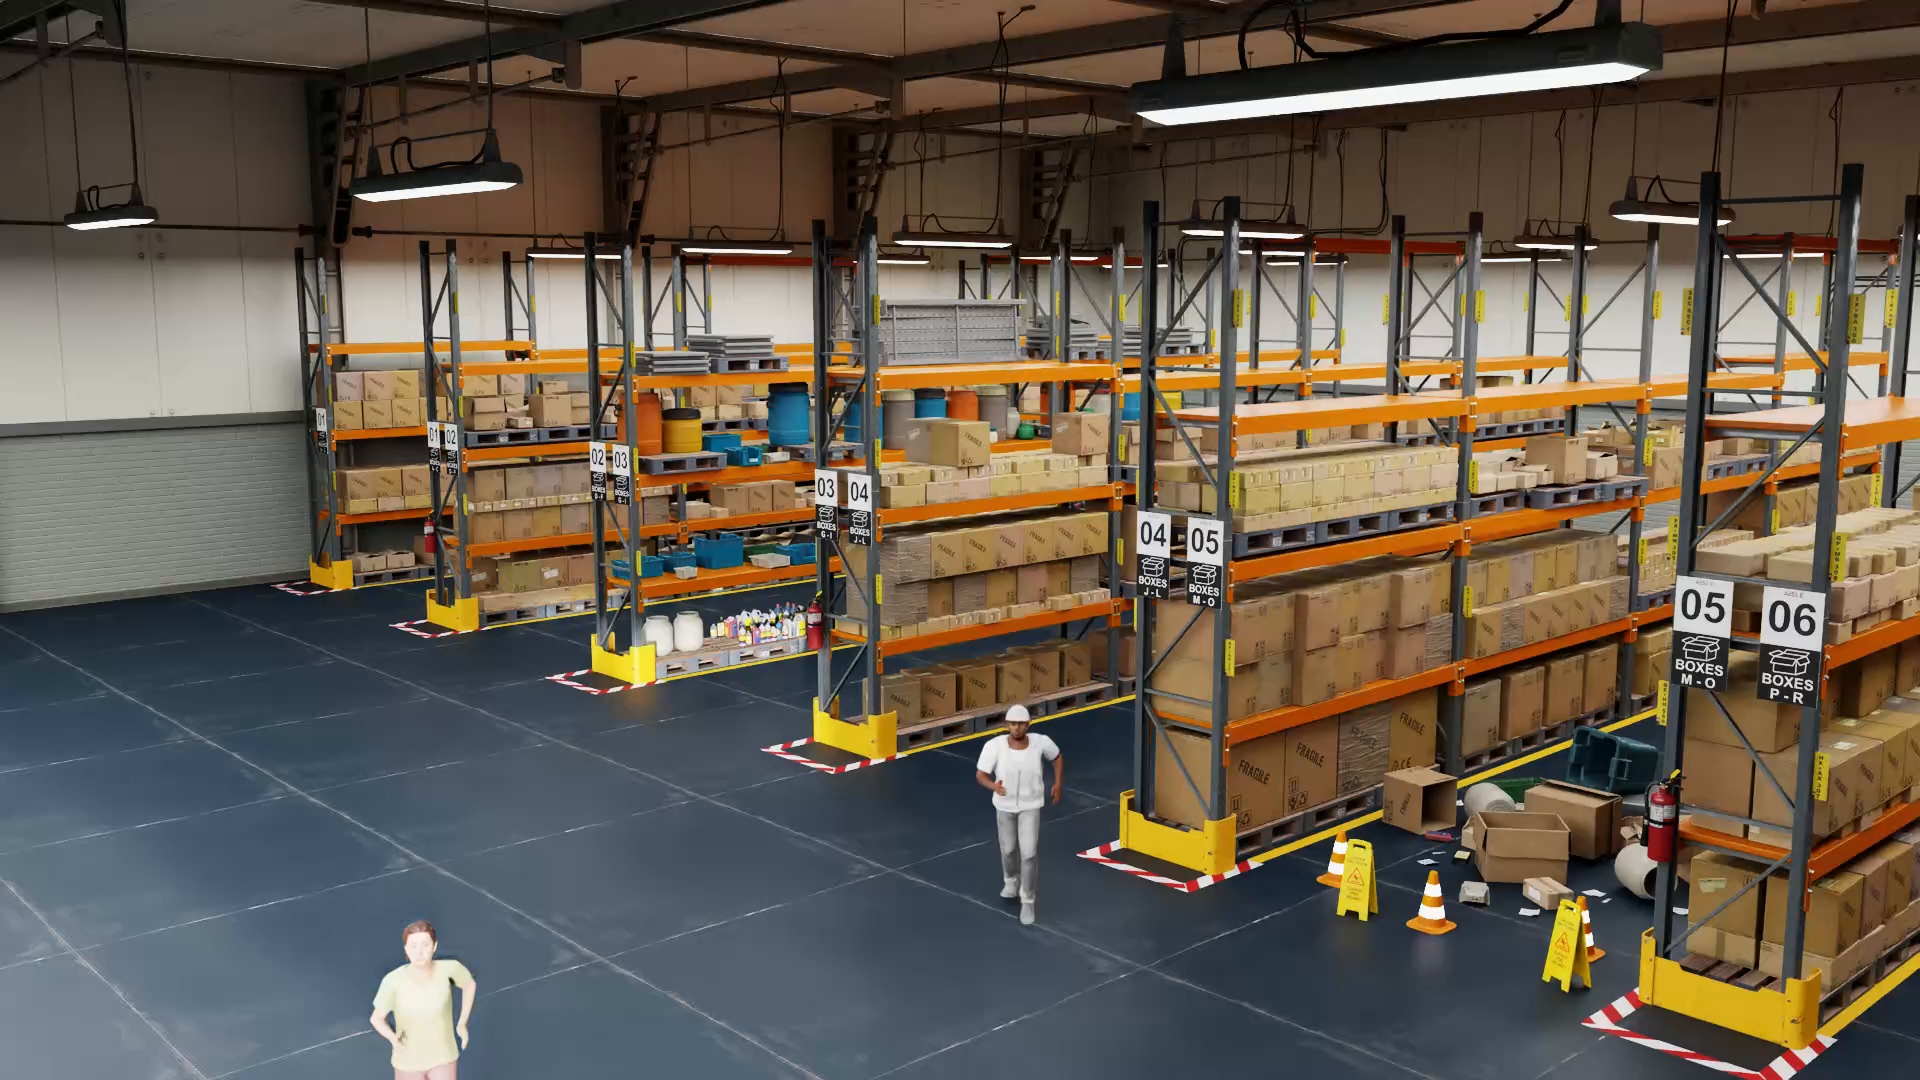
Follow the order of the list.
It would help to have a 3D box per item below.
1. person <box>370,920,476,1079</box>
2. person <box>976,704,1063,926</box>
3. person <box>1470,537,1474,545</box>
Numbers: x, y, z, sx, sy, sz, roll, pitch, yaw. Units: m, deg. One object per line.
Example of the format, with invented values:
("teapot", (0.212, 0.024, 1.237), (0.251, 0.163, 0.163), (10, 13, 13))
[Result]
("person", (-3.036, 2.977, 9.462), (0.578, 1.643, 0.934), (-3, 9, -17))
("person", (0.495, 2.271, 13.944), (0.717, 1.838, 0.775), (1, 8, 5))
("person", (7.412, 0.716, 24.475), (0.876, 1.761, 0.669), (-8, 12, -44))
